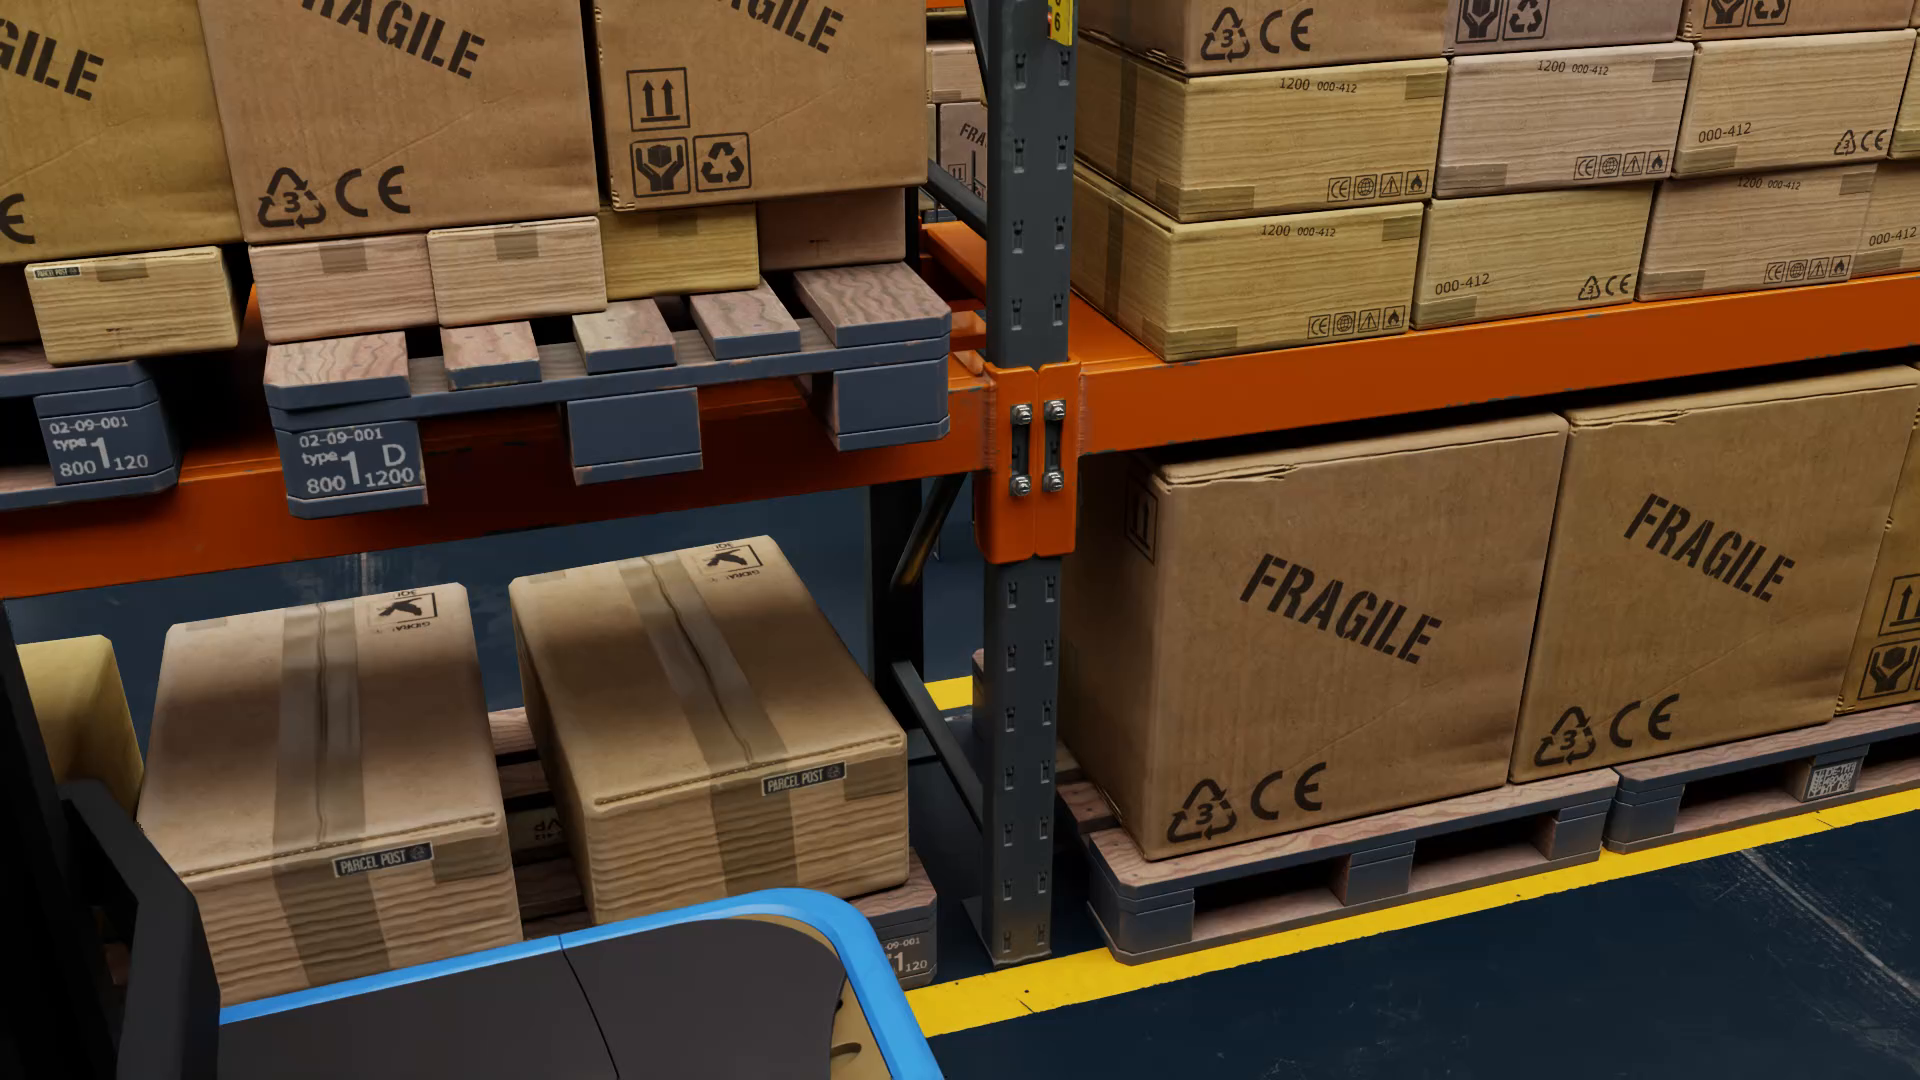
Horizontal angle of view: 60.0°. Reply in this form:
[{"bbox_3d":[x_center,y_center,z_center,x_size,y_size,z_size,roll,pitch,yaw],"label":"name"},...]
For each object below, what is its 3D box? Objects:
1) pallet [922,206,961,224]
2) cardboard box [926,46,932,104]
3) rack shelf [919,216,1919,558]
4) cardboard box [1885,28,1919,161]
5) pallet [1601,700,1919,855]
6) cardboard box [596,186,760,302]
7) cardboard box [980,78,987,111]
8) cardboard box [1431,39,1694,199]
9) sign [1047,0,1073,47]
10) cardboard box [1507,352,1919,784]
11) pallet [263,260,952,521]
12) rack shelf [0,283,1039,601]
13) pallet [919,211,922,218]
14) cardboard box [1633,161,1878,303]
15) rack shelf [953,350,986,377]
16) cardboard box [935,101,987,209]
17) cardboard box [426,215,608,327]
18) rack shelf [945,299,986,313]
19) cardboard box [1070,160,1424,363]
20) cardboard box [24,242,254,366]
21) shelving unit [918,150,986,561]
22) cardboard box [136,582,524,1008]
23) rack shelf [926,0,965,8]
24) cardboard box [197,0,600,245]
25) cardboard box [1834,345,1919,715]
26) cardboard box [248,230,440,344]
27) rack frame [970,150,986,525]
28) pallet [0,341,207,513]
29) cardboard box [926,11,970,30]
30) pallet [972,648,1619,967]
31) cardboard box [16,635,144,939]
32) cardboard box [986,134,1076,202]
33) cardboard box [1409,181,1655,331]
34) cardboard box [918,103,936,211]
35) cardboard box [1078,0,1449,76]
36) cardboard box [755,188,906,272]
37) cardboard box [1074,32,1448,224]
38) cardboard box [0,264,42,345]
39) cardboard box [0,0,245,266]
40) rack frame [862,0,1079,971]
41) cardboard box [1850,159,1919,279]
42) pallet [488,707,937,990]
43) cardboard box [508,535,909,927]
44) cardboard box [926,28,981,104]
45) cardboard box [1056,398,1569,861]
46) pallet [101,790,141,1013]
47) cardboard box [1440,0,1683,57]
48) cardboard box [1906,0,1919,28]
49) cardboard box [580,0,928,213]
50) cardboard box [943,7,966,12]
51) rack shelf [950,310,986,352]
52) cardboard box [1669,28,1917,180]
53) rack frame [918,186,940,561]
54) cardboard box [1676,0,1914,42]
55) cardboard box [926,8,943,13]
[{"bbox_3d":[0.249,-1.774,8.585,1.213,0.211,1.003,-8,28,-16],"label":"pallet"},{"bbox_3d":[-0.439,-2.216,7.836,0.500,0.250,0.500,-9,28,-17],"label":"cardboard box"},{"bbox_3d":[1.879,-0.623,3.941,4.000,0.370,1.077,-8,28,-16],"label":"rack shelf"},{"bbox_3d":[1.991,-0.991,3.479,0.500,0.250,0.500,-8,27,-15],"label":"cardboard box"},{"bbox_3d":[1.908,0.336,4.336,1.213,0.211,1.003,-8,28,-16],"label":"pallet"},{"bbox_3d":[-0.494,-0.534,2.762,0.250,0.149,0.380,-8,27,-15],"label":"cardboard box"},{"bbox_3d":[0.359,-1.001,3.500,0.500,0.250,0.500,-8,28,-16],"label":"cardboard box"},{"bbox_3d":[1.027,-0.863,3.221,0.500,0.250,0.500,-8,27,-15],"label":"cardboard box"},{"bbox_3d":[0.154,-0.925,2.527,0.005,0.325,0.100,-8,28,-16],"label":"sign"},{"bbox_3d":[1.509,-0.088,3.970,0.875,0.875,0.875,-8,27,-15],"label":"cardboard box"},{"bbox_3d":[-0.668,-0.441,2.981,1.003,0.211,1.213,-8,28,-16],"label":"pallet"},{"bbox_3d":[-1.925,-0.073,2.832,4.000,0.370,1.077,-8,28,-16],"label":"rack shelf"},{"bbox_3d":[-0.909,-1.607,8.250,1.213,0.211,1.003,-8,28,-16],"label":"pallet"},{"bbox_3d":[1.504,-0.712,3.479,0.500,0.250,0.500,-7,27,-14],"label":"cardboard box"},{"bbox_3d":[-0.014,-0.496,4.999,0.180,0.103,0.258,-8,28,-16],"label":"rack shelf"},{"bbox_3d":[0.063,-1.951,8.144,0.500,0.500,0.500,-9,28,-17],"label":"cardboard box"},{"bbox_3d":[-0.720,-0.480,2.654,0.250,0.149,0.380,-8,28,-17],"label":"cardboard box"},{"bbox_3d":[-0.014,-0.711,4.892,0.180,0.103,0.258,-8,28,-16],"label":"rack shelf"},{"bbox_3d":[0.520,-0.564,3.181,0.500,0.250,0.500,-9,28,-17],"label":"cardboard box"},{"bbox_3d":[-1.219,-0.405,2.502,0.250,0.149,0.380,-8,27,-15],"label":"cardboard box"},{"bbox_3d":[-0.014,-0.535,4.979,0.189,1.200,0.258,-8,28,-16],"label":"shelving unit"},{"bbox_3d":[-1.263,0.497,3.358,0.625,0.372,0.950,-9,28,-17],"label":"cardboard box"},{"bbox_3d":[0.250,-2.702,8.129,4.000,0.370,1.077,-8,28,-16],"label":"rack shelf"},{"bbox_3d":[-0.857,-0.780,2.529,0.500,0.500,0.500,-9,28,-17],"label":"cardboard box"},{"bbox_3d":[2.359,-0.211,4.218,0.875,0.875,0.875,-7,27,-15],"label":"cardboard box"},{"bbox_3d":[-0.962,-0.449,2.591,0.250,0.149,0.380,-10,28,-19],"label":"cardboard box"},{"bbox_3d":[0.073,-0.548,5.005,0.006,1.200,0.240,-8,28,-16],"label":"rack frame"},{"bbox_3d":[-1.893,-0.294,2.685,1.213,0.211,1.003,-8,28,-16],"label":"pallet"},{"bbox_3d":[-0.118,-2.496,8.400,0.500,0.250,0.500,-8,27,-15],"label":"cardboard box"},{"bbox_3d":[0.750,0.502,4.001,1.213,0.211,1.003,-8,28,-16],"label":"pallet"},{"bbox_3d":[-1.985,0.599,3.152,0.625,0.372,0.950,-7,27,-14],"label":"cardboard box"},{"bbox_3d":[0.377,-0.782,3.621,0.500,0.250,0.500,-9,28,-18],"label":"cardboard box"},{"bbox_3d":[1.003,-0.642,3.339,0.500,0.250,0.500,-9,28,-18],"label":"cardboard box"},{"bbox_3d":[-0.423,-1.878,7.998,0.500,0.500,0.500,-8,27,-15],"label":"cardboard box"},{"bbox_3d":[0.522,-1.127,2.911,0.500,0.500,0.500,-9,28,-18],"label":"cardboard box"},{"bbox_3d":[-0.262,-0.601,2.898,0.250,0.149,0.380,-7,27,-14],"label":"cardboard box"},{"bbox_3d":[0.535,-0.792,3.079,0.500,0.250,0.500,-8,28,-16],"label":"cardboard box"},{"bbox_3d":[-1.497,-0.424,2.540,0.250,0.149,0.380,-8,28,-16],"label":"cardboard box"},{"bbox_3d":[-1.337,-0.710,2.388,0.500,0.500,0.500,-10,28,-20],"label":"cardboard box"},{"bbox_3d":[-0.023,-0.670,3.227,0.127,3.000,1.000,-8,28,-16],"label":"rack frame"},{"bbox_3d":[1.972,-0.781,3.619,0.500,0.250,0.500,-8,28,-16],"label":"cardboard box"},{"bbox_3d":[-0.767,0.686,3.631,1.213,0.211,1.003,-8,28,-16],"label":"pallet"},{"bbox_3d":[-0.563,0.392,3.569,0.625,0.372,0.950,-10,28,-20],"label":"cardboard box"},{"bbox_3d":[0.035,-2.279,7.962,0.500,0.250,0.500,-8,28,-16],"label":"cardboard box"},{"bbox_3d":[0.659,0.033,3.726,0.875,0.875,0.875,-8,28,-17],"label":"cardboard box"},{"bbox_3d":[-1.925,0.852,3.296,1.213,0.211,1.003,-8,28,-16],"label":"pallet"},{"bbox_3d":[0.990,-1.200,3.056,0.500,0.500,0.500,-8,28,-16],"label":"cardboard box"},{"bbox_3d":[1.968,-1.332,3.324,0.500,0.500,0.500,-8,27,-15],"label":"cardboard box"},{"bbox_3d":[-0.369,-0.856,2.682,0.500,0.500,0.500,-9,28,-18],"label":"cardboard box"},{"bbox_3d":[0.109,-4.551,12.961,0.875,0.875,1.225,-8,28,-16],"label":"cardboard box"},{"bbox_3d":[-0.014,-0.603,4.946,0.180,0.103,0.258,-8,28,-16],"label":"rack shelf"},{"bbox_3d":[1.505,-0.926,3.349,0.500,0.250,0.500,-8,28,-16],"label":"cardboard box"},{"bbox_3d":[-0.101,-0.523,4.954,0.006,1.200,0.240,-8,28,-16],"label":"rack frame"},{"bbox_3d":[1.487,-1.264,3.187,0.500,0.500,0.500,-7,27,-15],"label":"cardboard box"},{"bbox_3d":[-0.740,-4.427,12.712,0.875,0.875,1.225,-9,28,-18],"label":"cardboard box"}]
